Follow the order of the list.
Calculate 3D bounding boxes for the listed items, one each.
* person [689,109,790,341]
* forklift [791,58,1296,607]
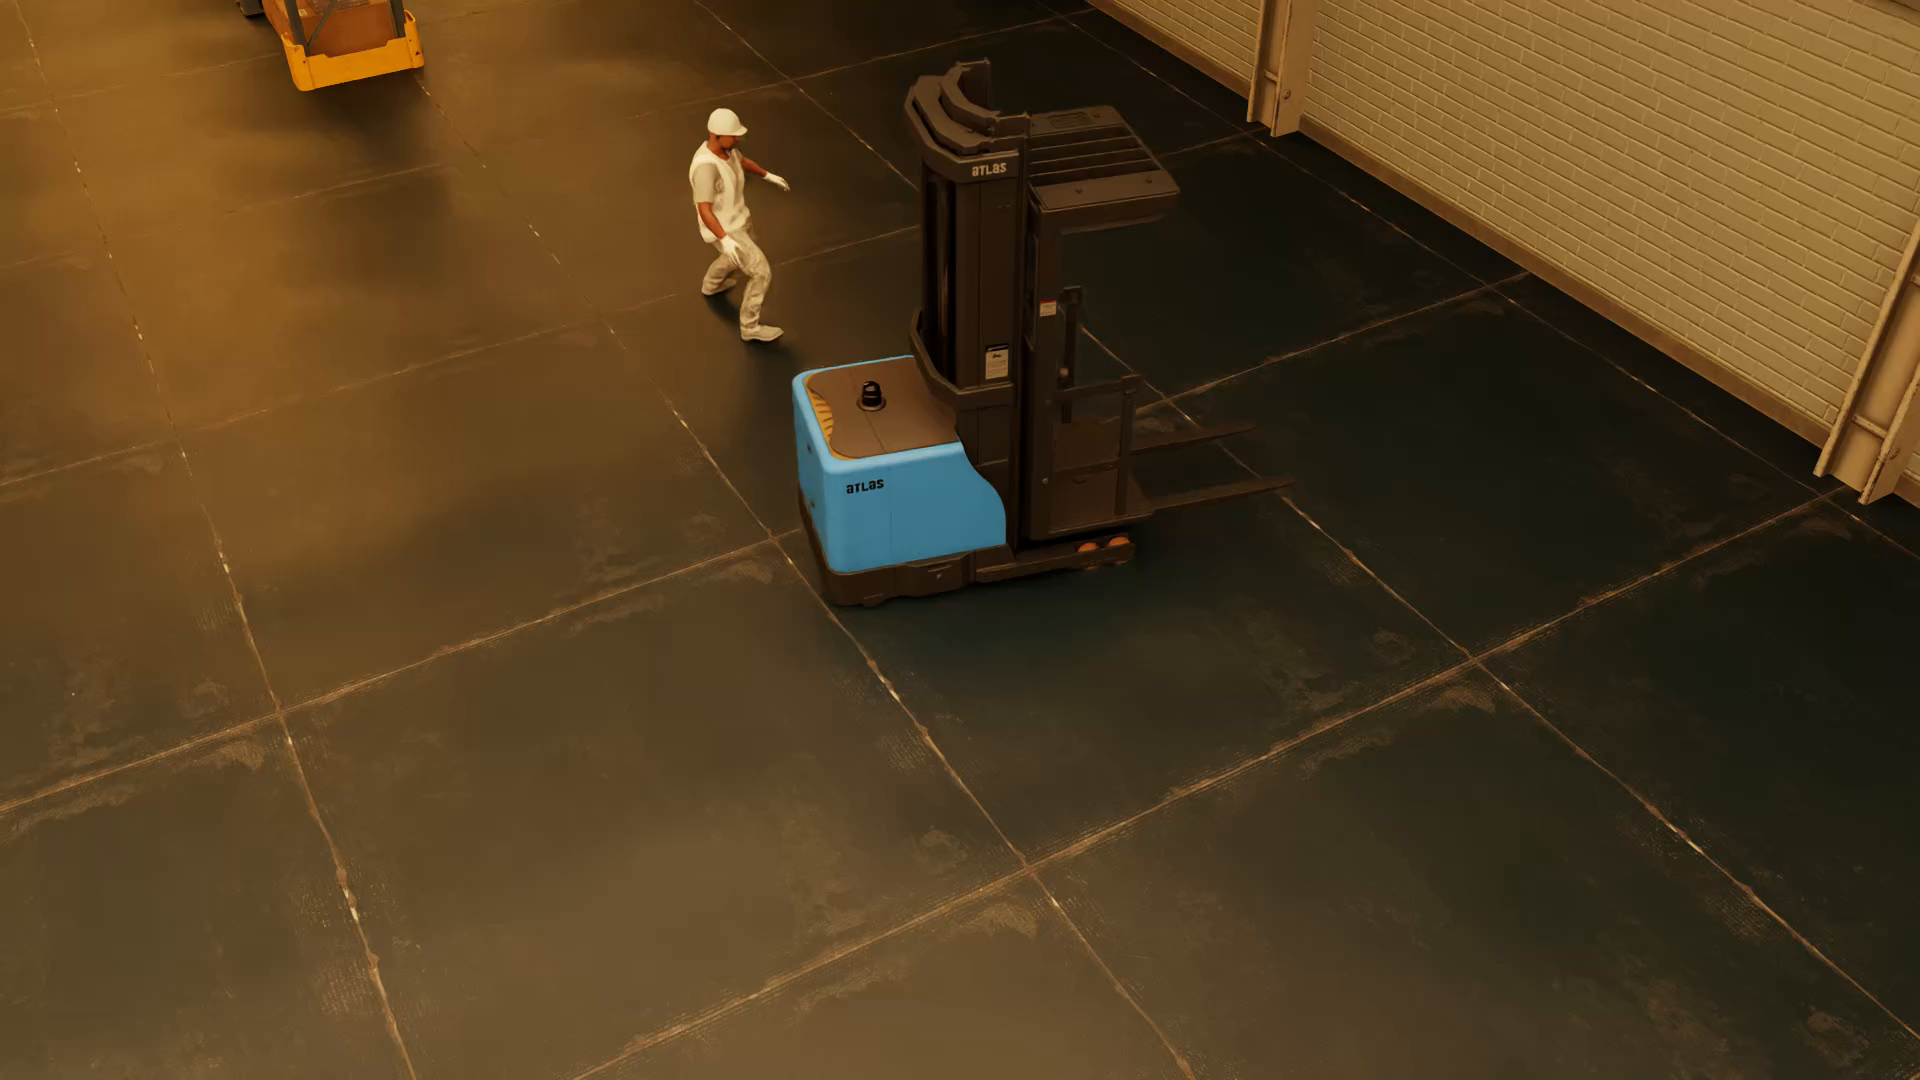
[{"bbox_3d":[-1.600,-2.314,11.878,0.780,1.638,1.013,6,40,7],"label":"person"},{"bbox_3d":[0.564,-1.261,9.556,3.031,2.935,1.130,-10,41,-12],"label":"forklift"}]
